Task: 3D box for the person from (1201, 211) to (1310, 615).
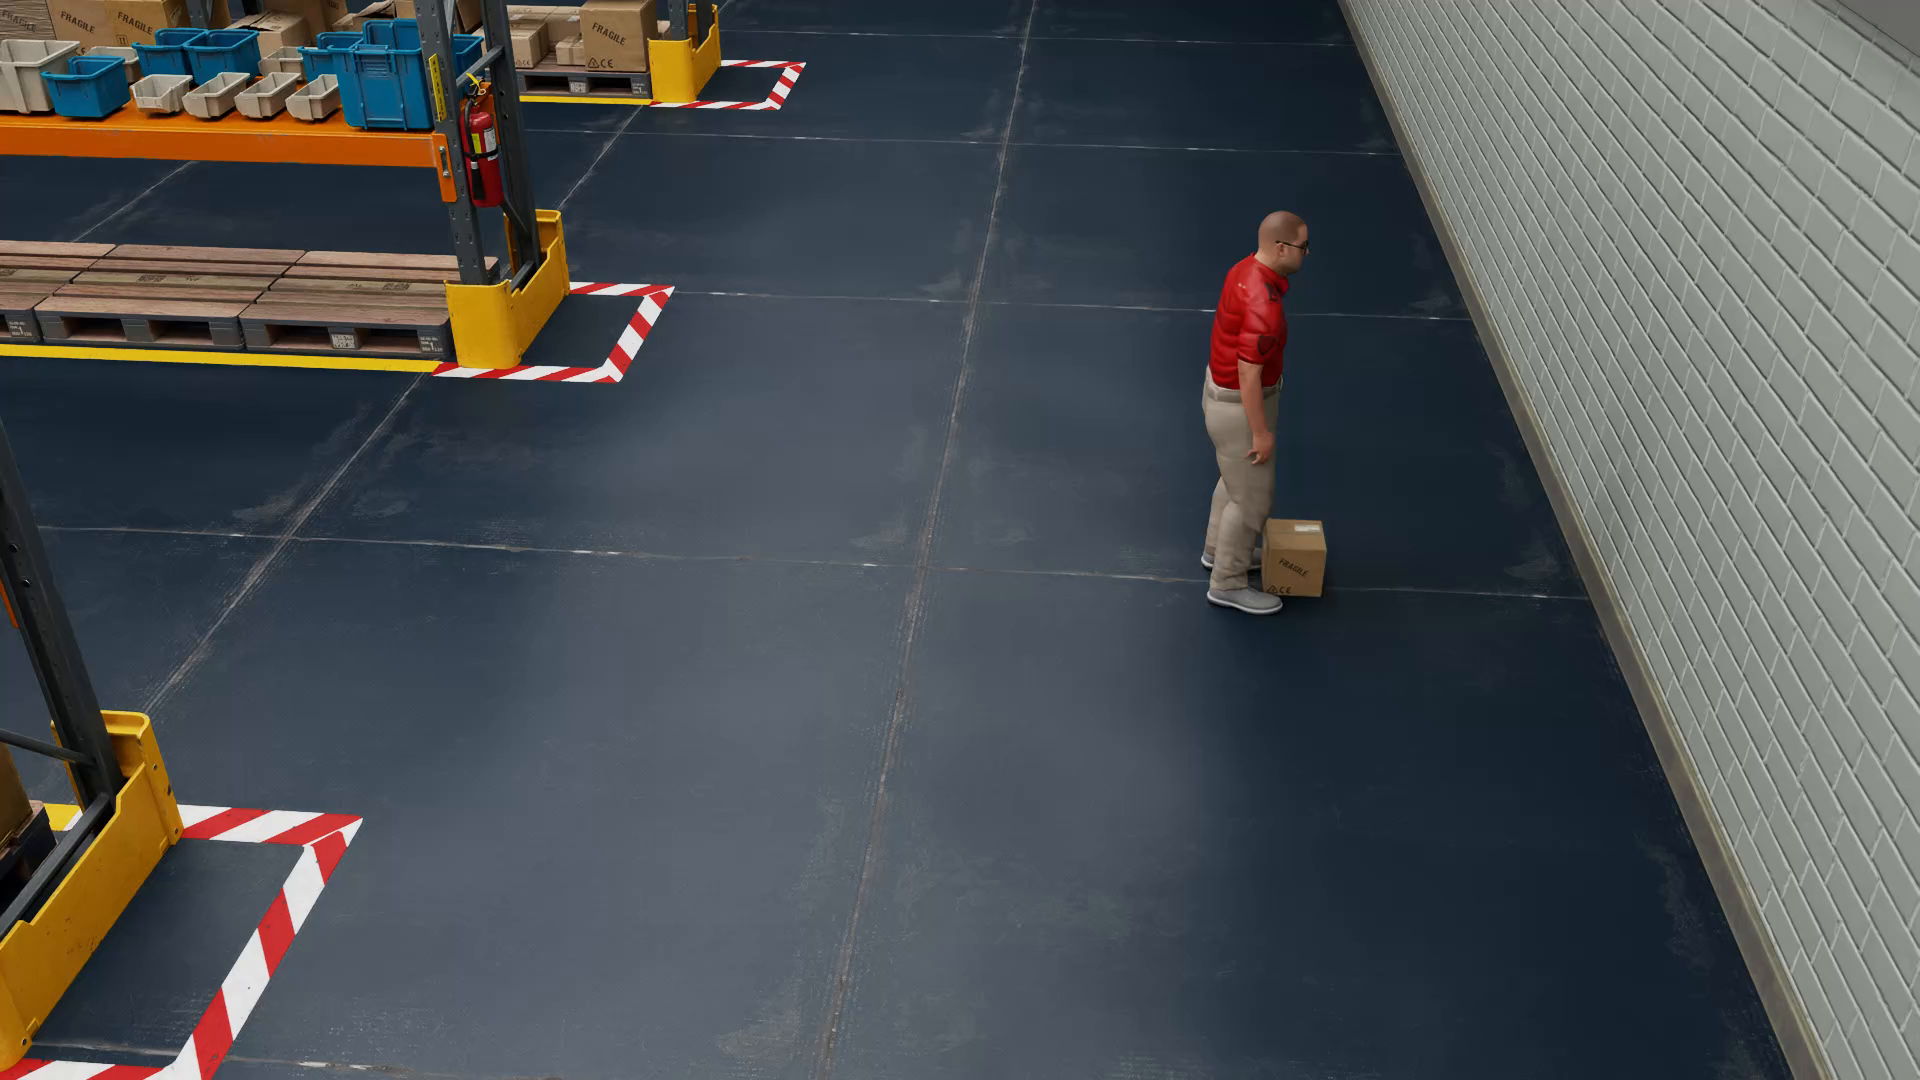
[{"bbox_3d":[1.229,-0.557,7.050,0.392,1.725,0.590,1,32,2],"label":"person"}]
